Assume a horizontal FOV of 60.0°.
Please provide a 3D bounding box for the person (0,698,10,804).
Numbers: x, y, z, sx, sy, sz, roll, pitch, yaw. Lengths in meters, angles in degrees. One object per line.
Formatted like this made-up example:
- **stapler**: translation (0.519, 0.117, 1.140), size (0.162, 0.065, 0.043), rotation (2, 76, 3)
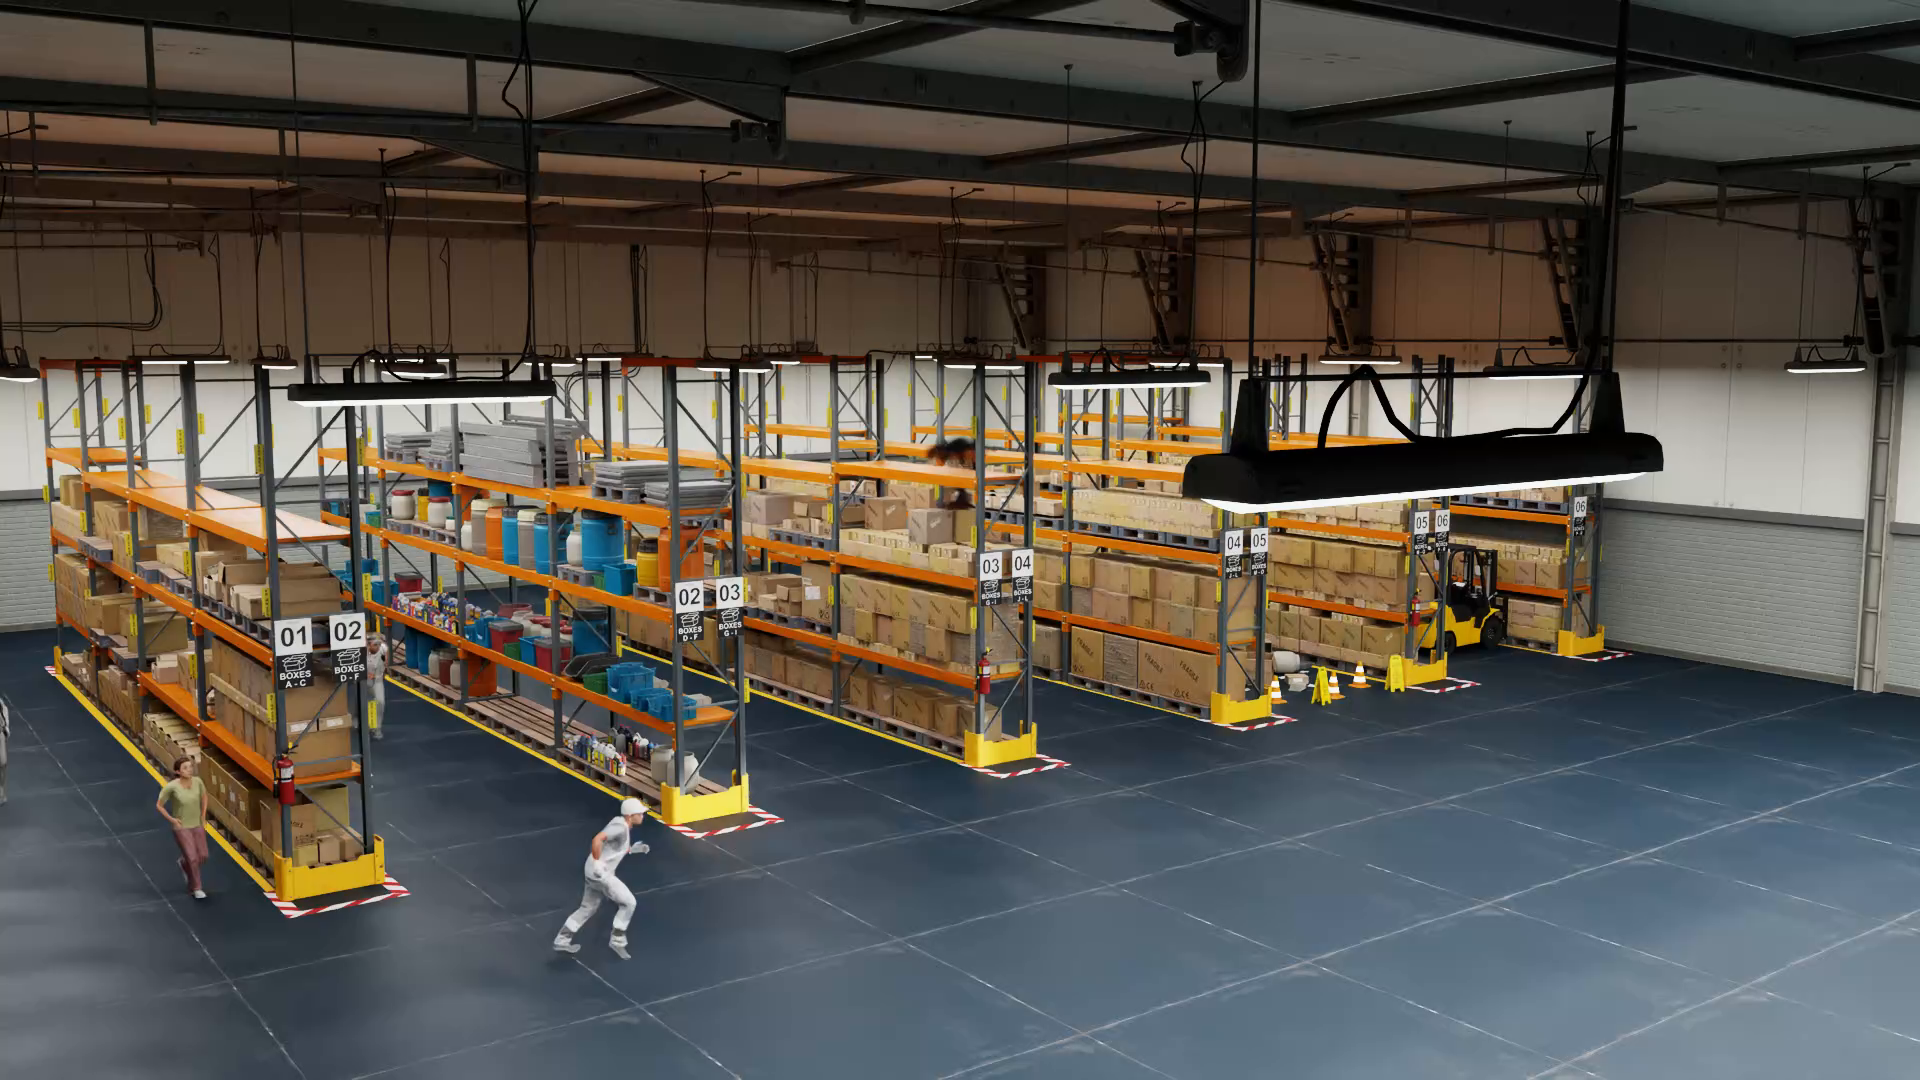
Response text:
- **person**: translation (-13.326, 2.762, 22.834), size (0.555, 1.738, 0.812), rotation (-6, 9, -39)

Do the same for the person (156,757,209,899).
- **person**: translation (-8.850, 3.257, 18.945), size (0.614, 1.620, 0.587), rotation (6, 9, 41)

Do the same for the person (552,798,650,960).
- **person**: translation (-3.672, 3.484, 16.972), size (1.003, 1.692, 0.714), rotation (-1, 7, -8)

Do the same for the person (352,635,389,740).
- **person**: translation (-9.536, 2.324, 26.764), size (0.698, 1.725, 1.012), rotation (-6, 9, -41)
